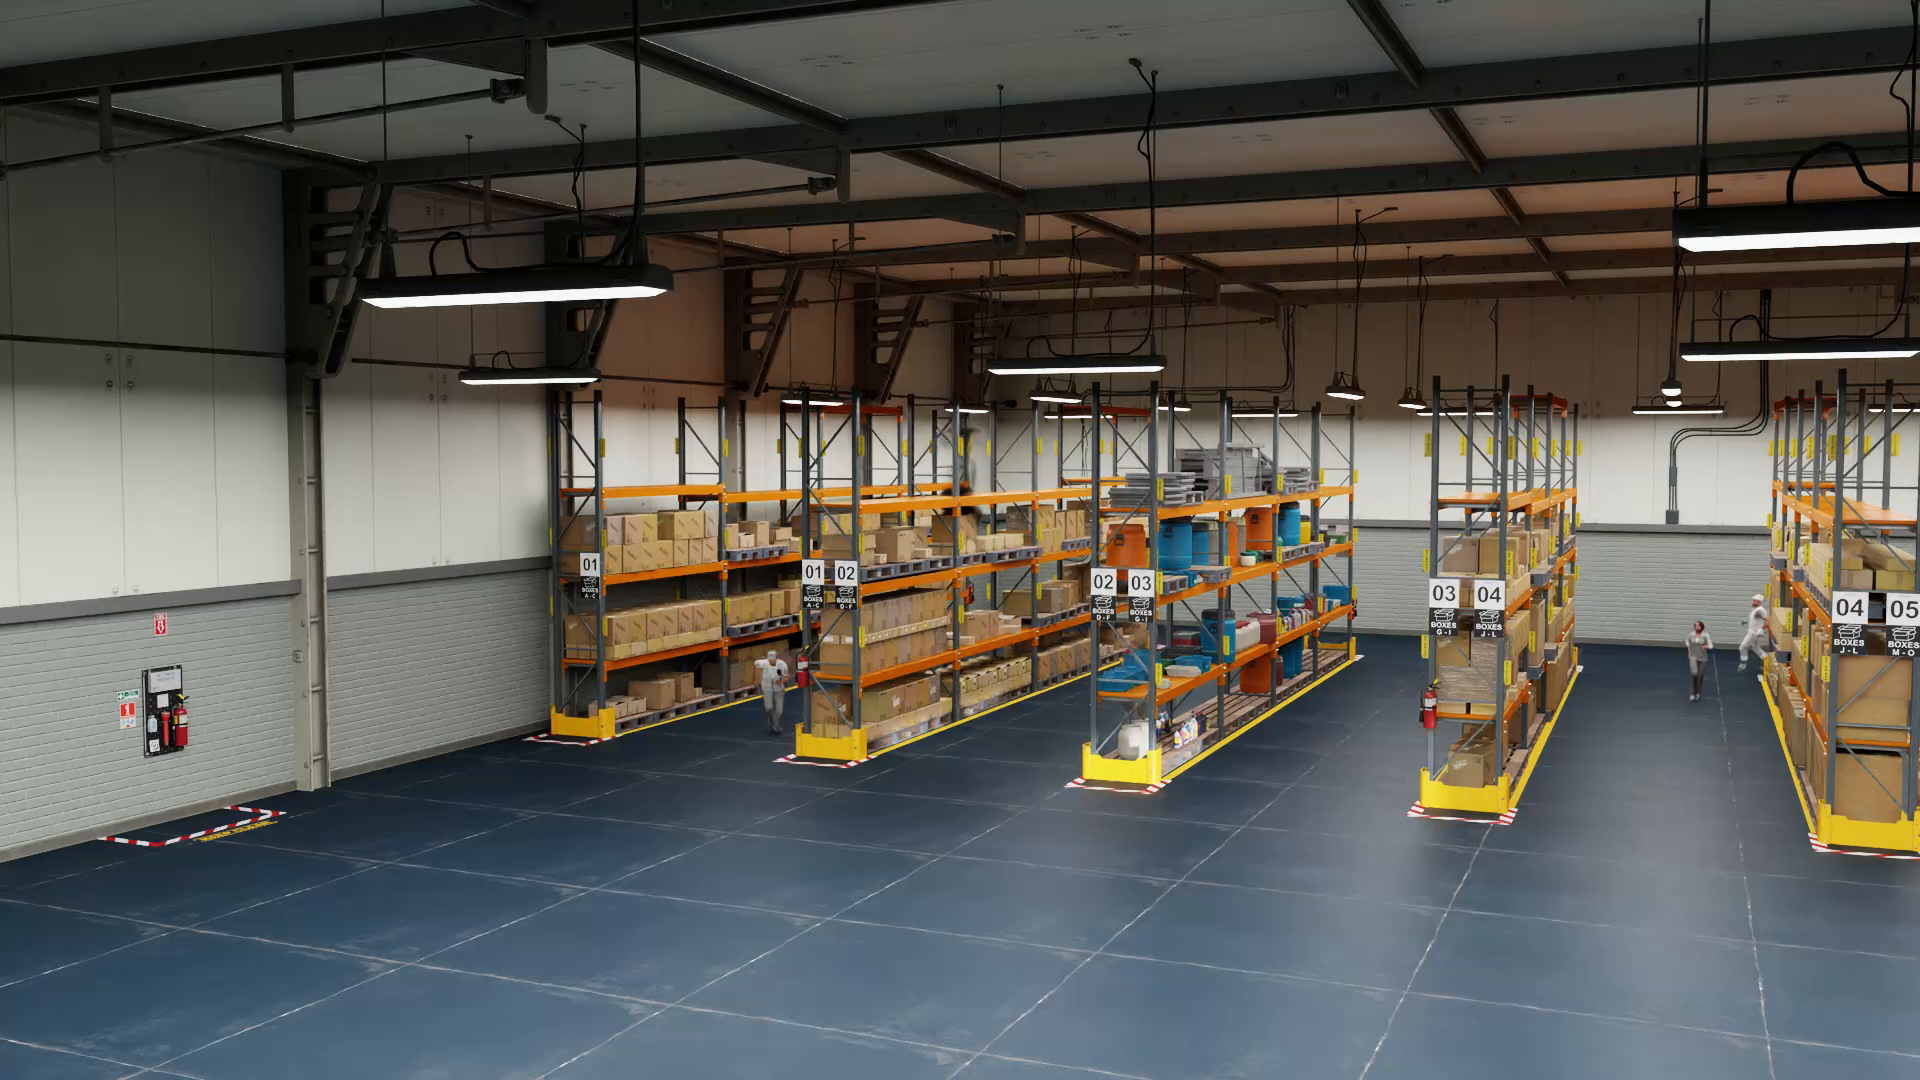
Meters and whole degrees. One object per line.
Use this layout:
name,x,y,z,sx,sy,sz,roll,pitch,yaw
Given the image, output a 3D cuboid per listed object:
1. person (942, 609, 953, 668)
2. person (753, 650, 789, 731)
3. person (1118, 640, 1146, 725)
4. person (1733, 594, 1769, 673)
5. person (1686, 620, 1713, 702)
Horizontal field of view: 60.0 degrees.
person,-0.148,2.258,35.283,0.591,1.631,0.804,1,3,21
person,-3.315,2.644,29.157,0.636,1.497,0.862,0,3,-4
person,3.120,2.577,29.817,0.732,1.623,0.812,2,4,33
person,17.607,2.093,36.881,0.805,1.802,0.711,1,3,24
person,14.601,2.402,32.856,0.506,1.638,0.697,1,3,25
